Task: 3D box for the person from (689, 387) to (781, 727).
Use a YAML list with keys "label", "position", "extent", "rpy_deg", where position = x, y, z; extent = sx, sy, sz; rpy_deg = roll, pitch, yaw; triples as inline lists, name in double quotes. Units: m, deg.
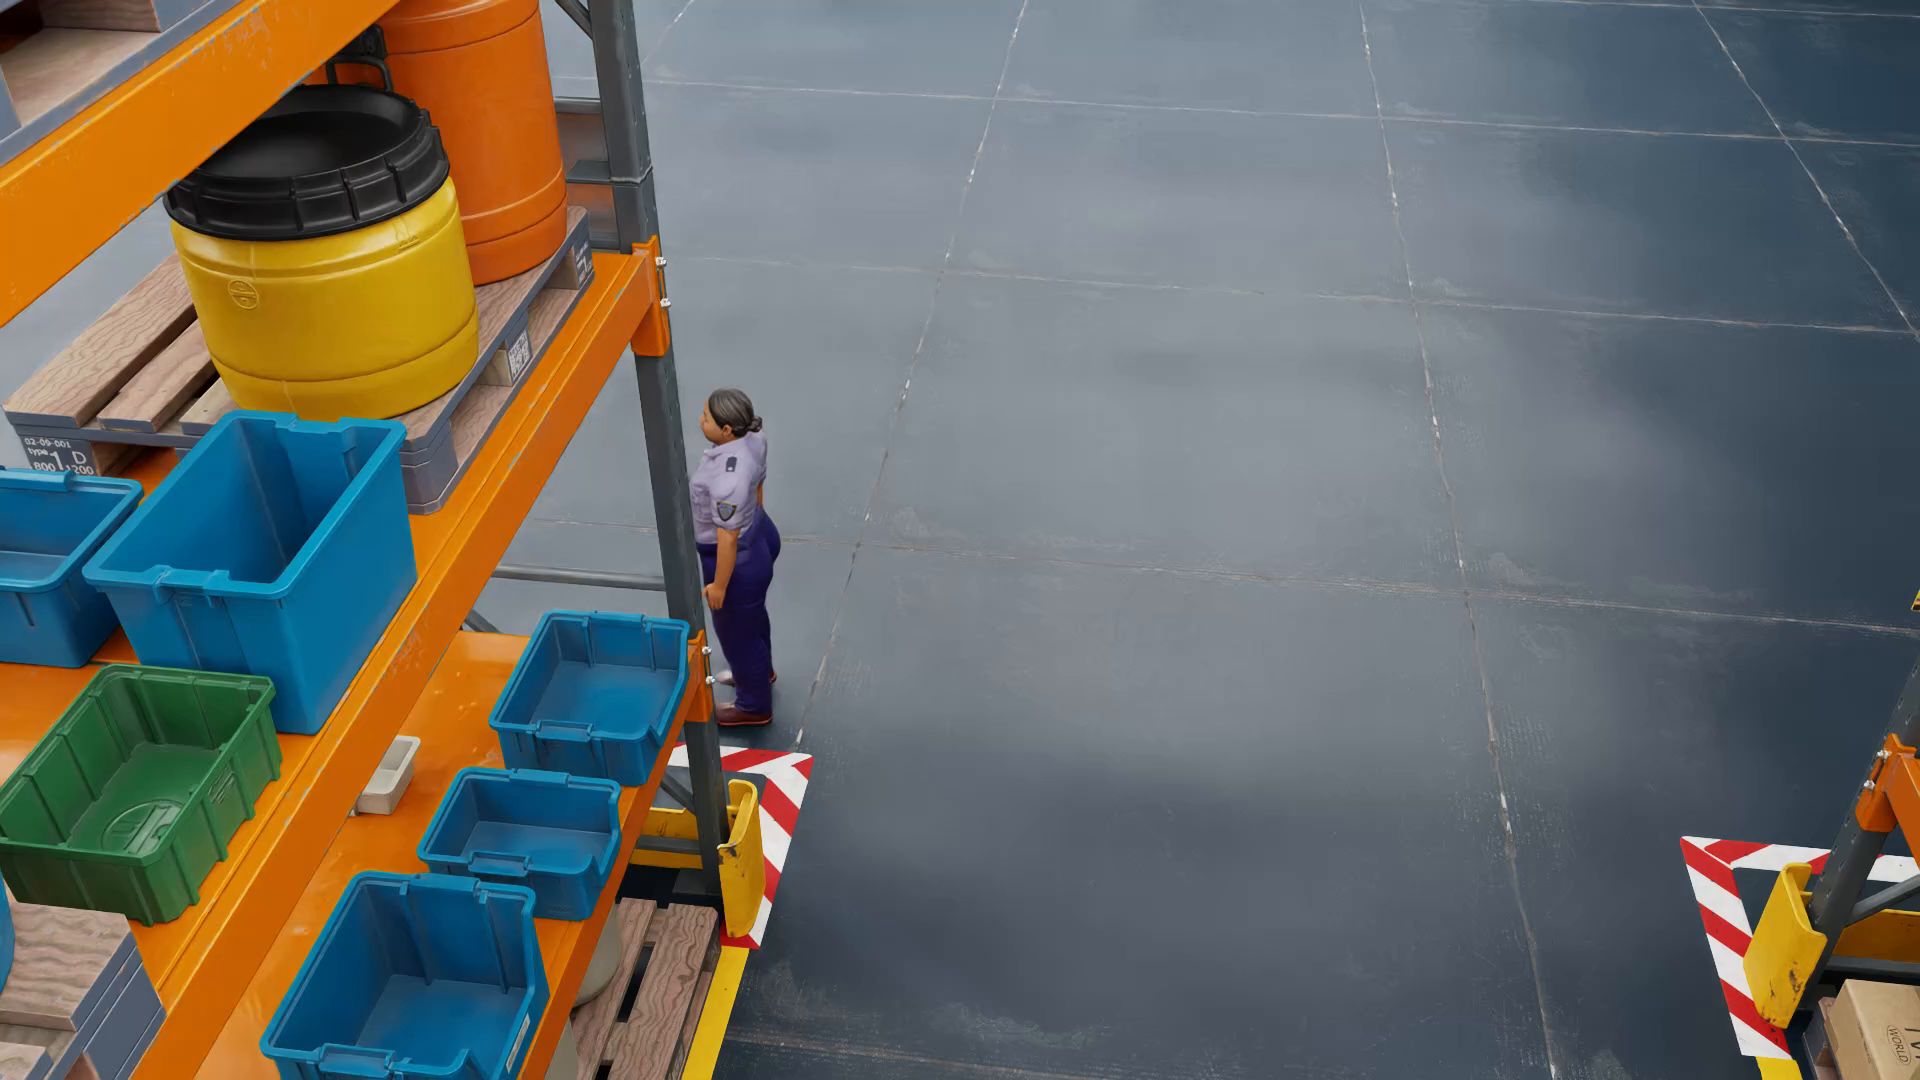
- label: "person"
  position: [-0.952, 0.091, 6.952]
  extent: [0.379, 1.686, 0.478]
  rpy_deg: [3, 36, 4]
